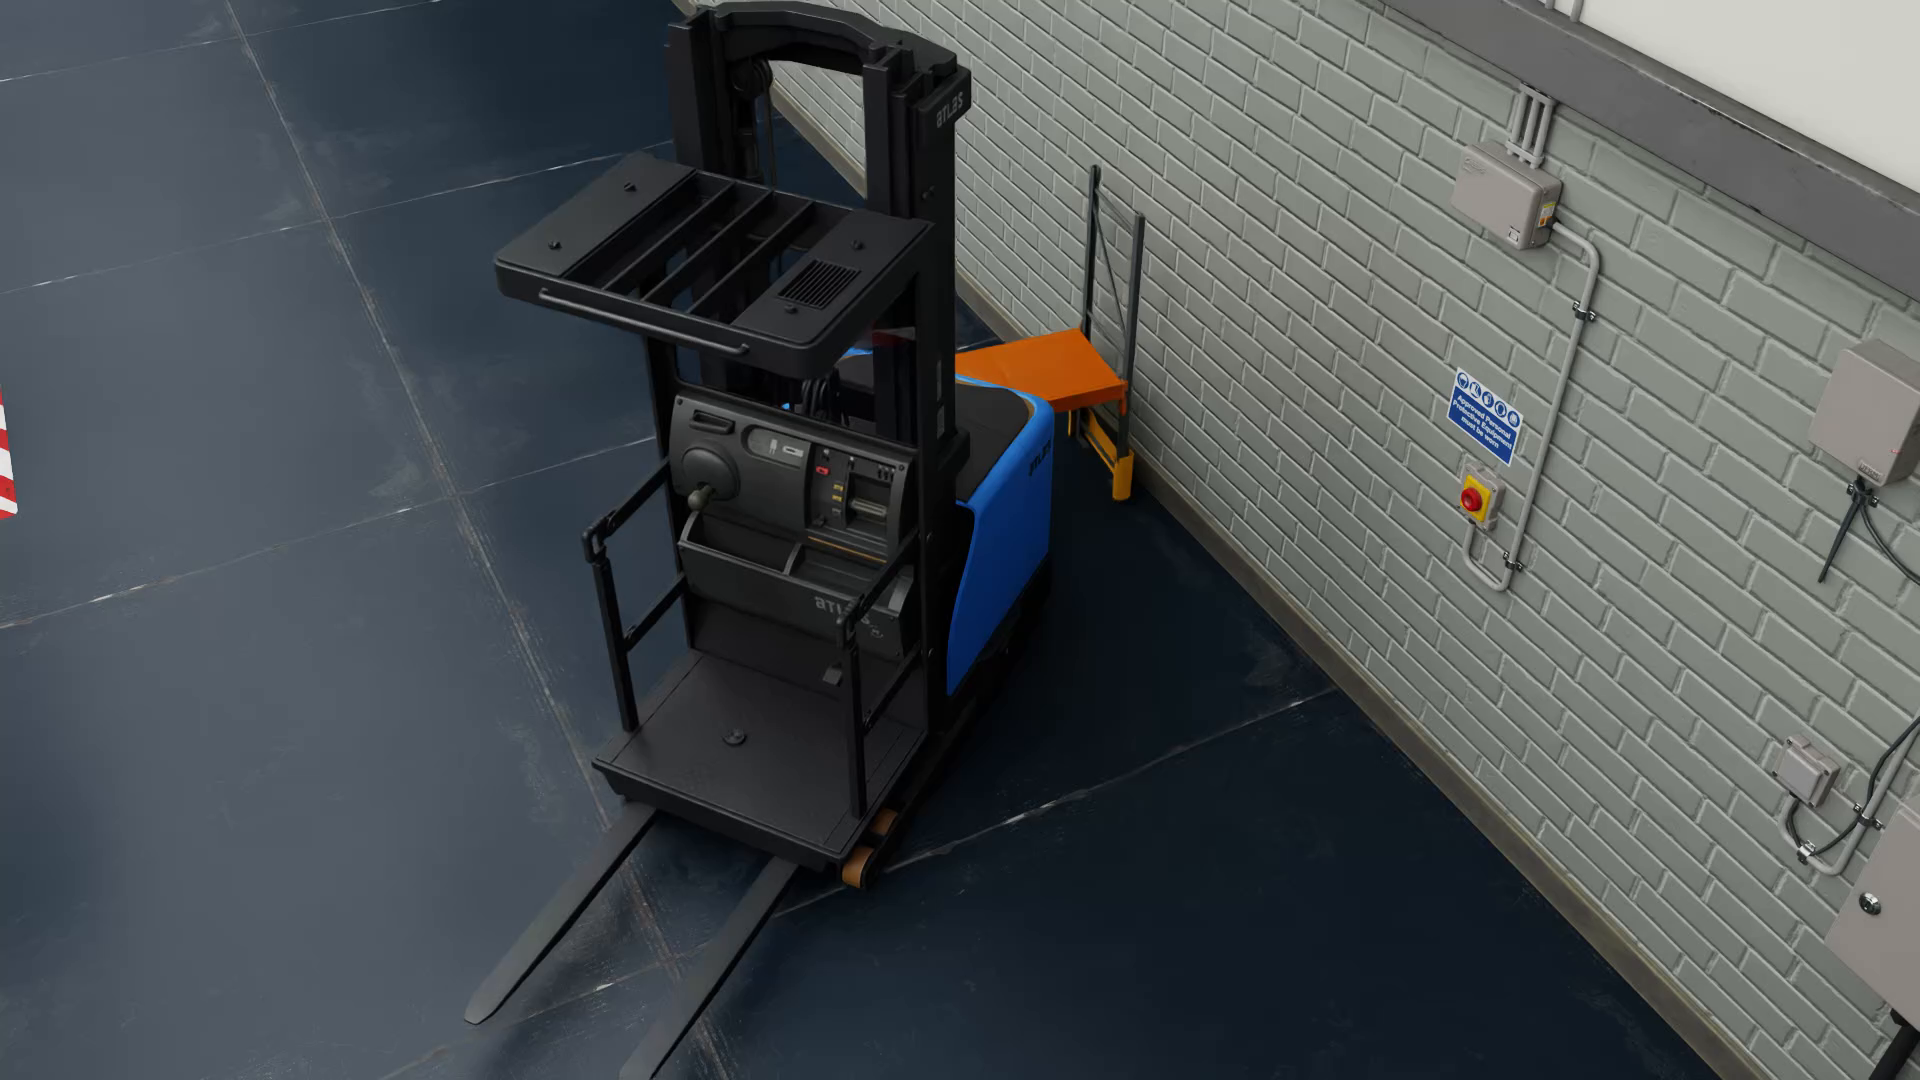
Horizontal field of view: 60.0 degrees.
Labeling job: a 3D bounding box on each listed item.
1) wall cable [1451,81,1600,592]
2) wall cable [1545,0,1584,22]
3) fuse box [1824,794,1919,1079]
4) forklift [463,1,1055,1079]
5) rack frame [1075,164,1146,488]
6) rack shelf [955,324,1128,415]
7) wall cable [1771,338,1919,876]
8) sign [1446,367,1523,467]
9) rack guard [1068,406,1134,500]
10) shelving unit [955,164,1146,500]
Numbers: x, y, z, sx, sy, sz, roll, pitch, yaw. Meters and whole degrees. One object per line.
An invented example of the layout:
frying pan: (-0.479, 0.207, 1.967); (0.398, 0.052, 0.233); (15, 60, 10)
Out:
wall cable: (1.766, -0.674, 5.403); (0.123, 1.953, 0.585); (-19, 44, -21)
wall cable: (1.691, -2.727, 3.996); (0.029, 3.000, 0.463); (-19, 44, -21)
fuse box: (2.607, 1.464, 4.685); (0.414, 1.711, 0.539); (-19, 44, -21)
forklift: (-0.694, -0.148, 5.645); (1.130, 2.935, 3.031); (17, 43, 19)
rack frame: (0.682, -0.945, 7.694); (0.032, 1.500, 0.500); (-14, 42, -16)
rack shelf: (0.208, -0.690, 7.672); (1.000, 0.185, 0.538); (-14, 42, -16)
wall cable: (2.431, 0.147, 4.457); (0.122, 1.984, 0.588); (-19, 44, -21)
sign: (1.798, -0.424, 5.709); (0.001, 0.218, 0.327); (-19, 44, -21)
rack guard: (0.681, -0.468, 8.098); (0.087, 0.250, 0.587); (-14, 42, -16)
shelving unit: (0.216, -0.829, 7.558); (1.083, 1.500, 0.587); (-14, 42, -16)
